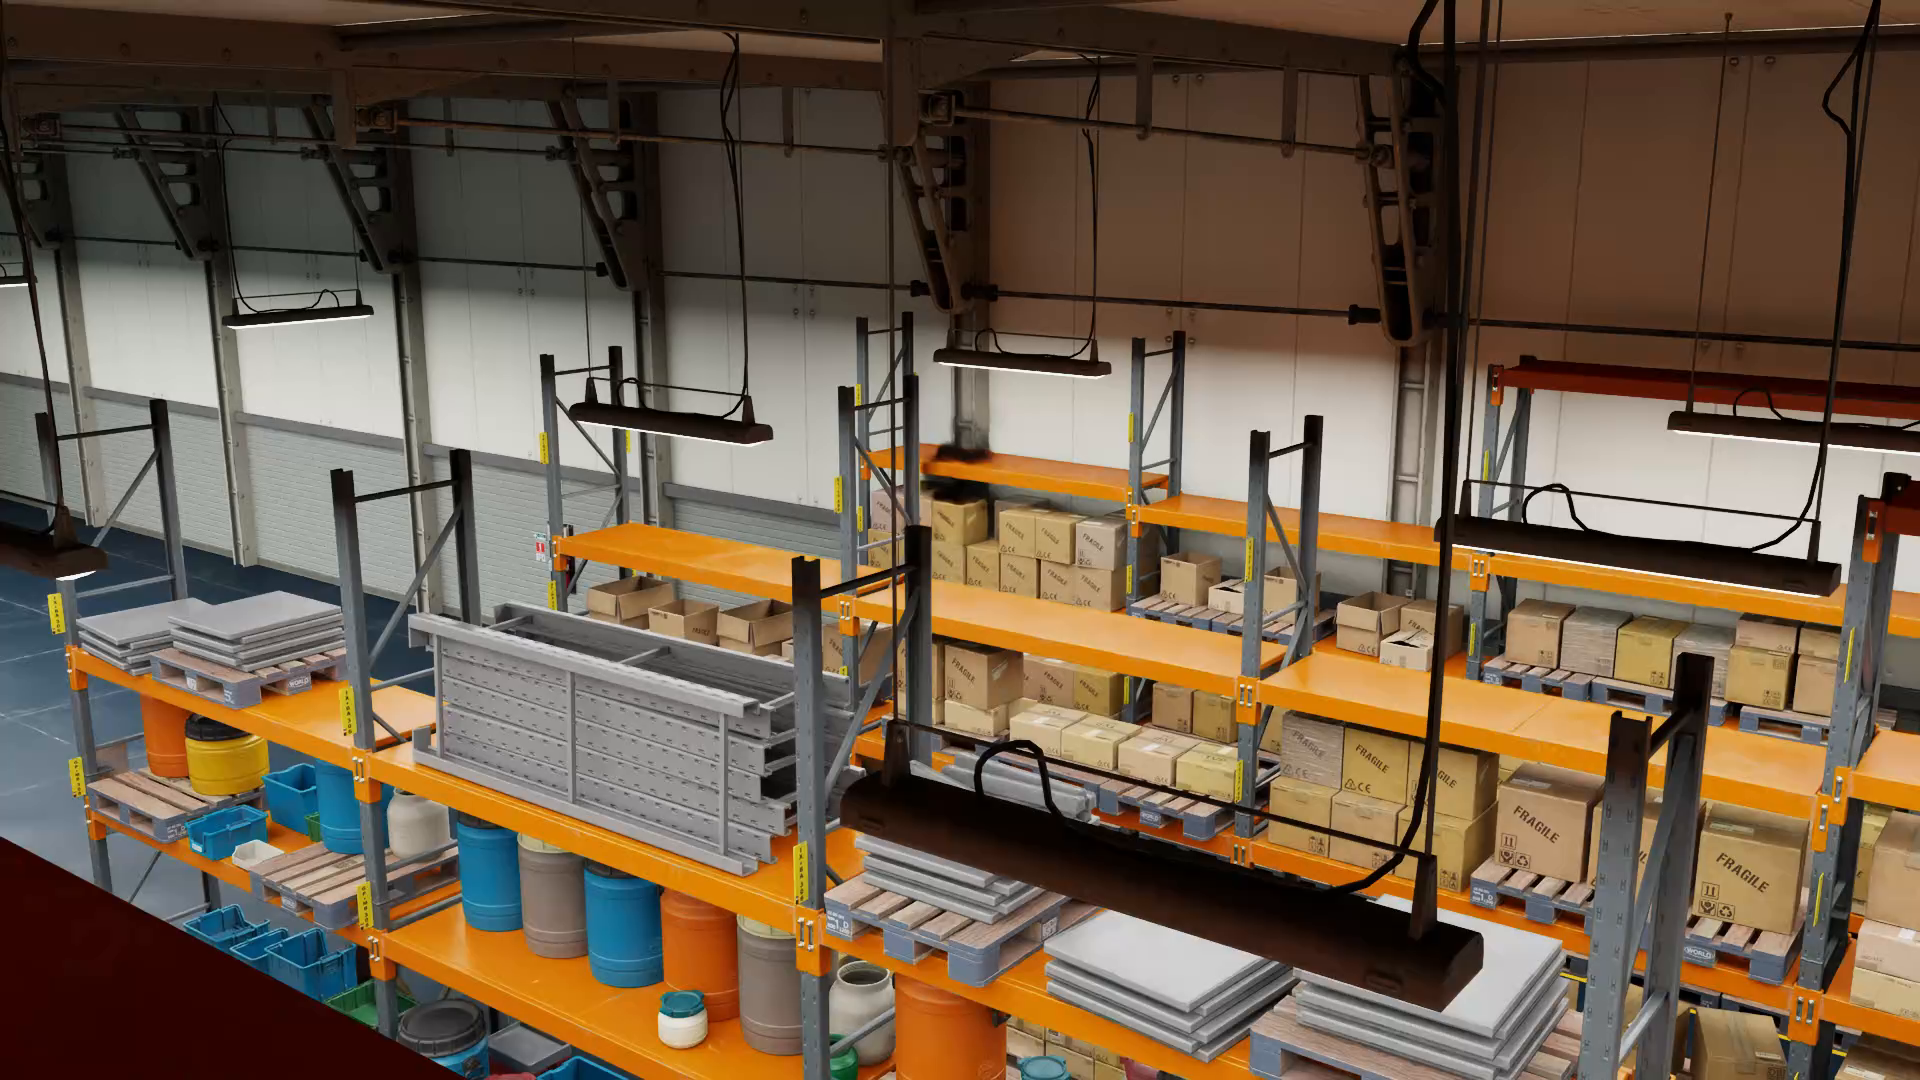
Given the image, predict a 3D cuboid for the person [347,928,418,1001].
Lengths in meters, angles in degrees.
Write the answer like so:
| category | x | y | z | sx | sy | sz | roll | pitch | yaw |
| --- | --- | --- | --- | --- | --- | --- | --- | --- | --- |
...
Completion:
| category | x | y | z | sx | sy | sz | roll | pitch | yaw |
| --- | --- | --- | --- | --- | --- | --- | --- | --- | --- |
| person | -5.347 | 3.705 | 15.228 | 1.043 | 1.753 | 0.712 | 8 | 15 | 32 |
